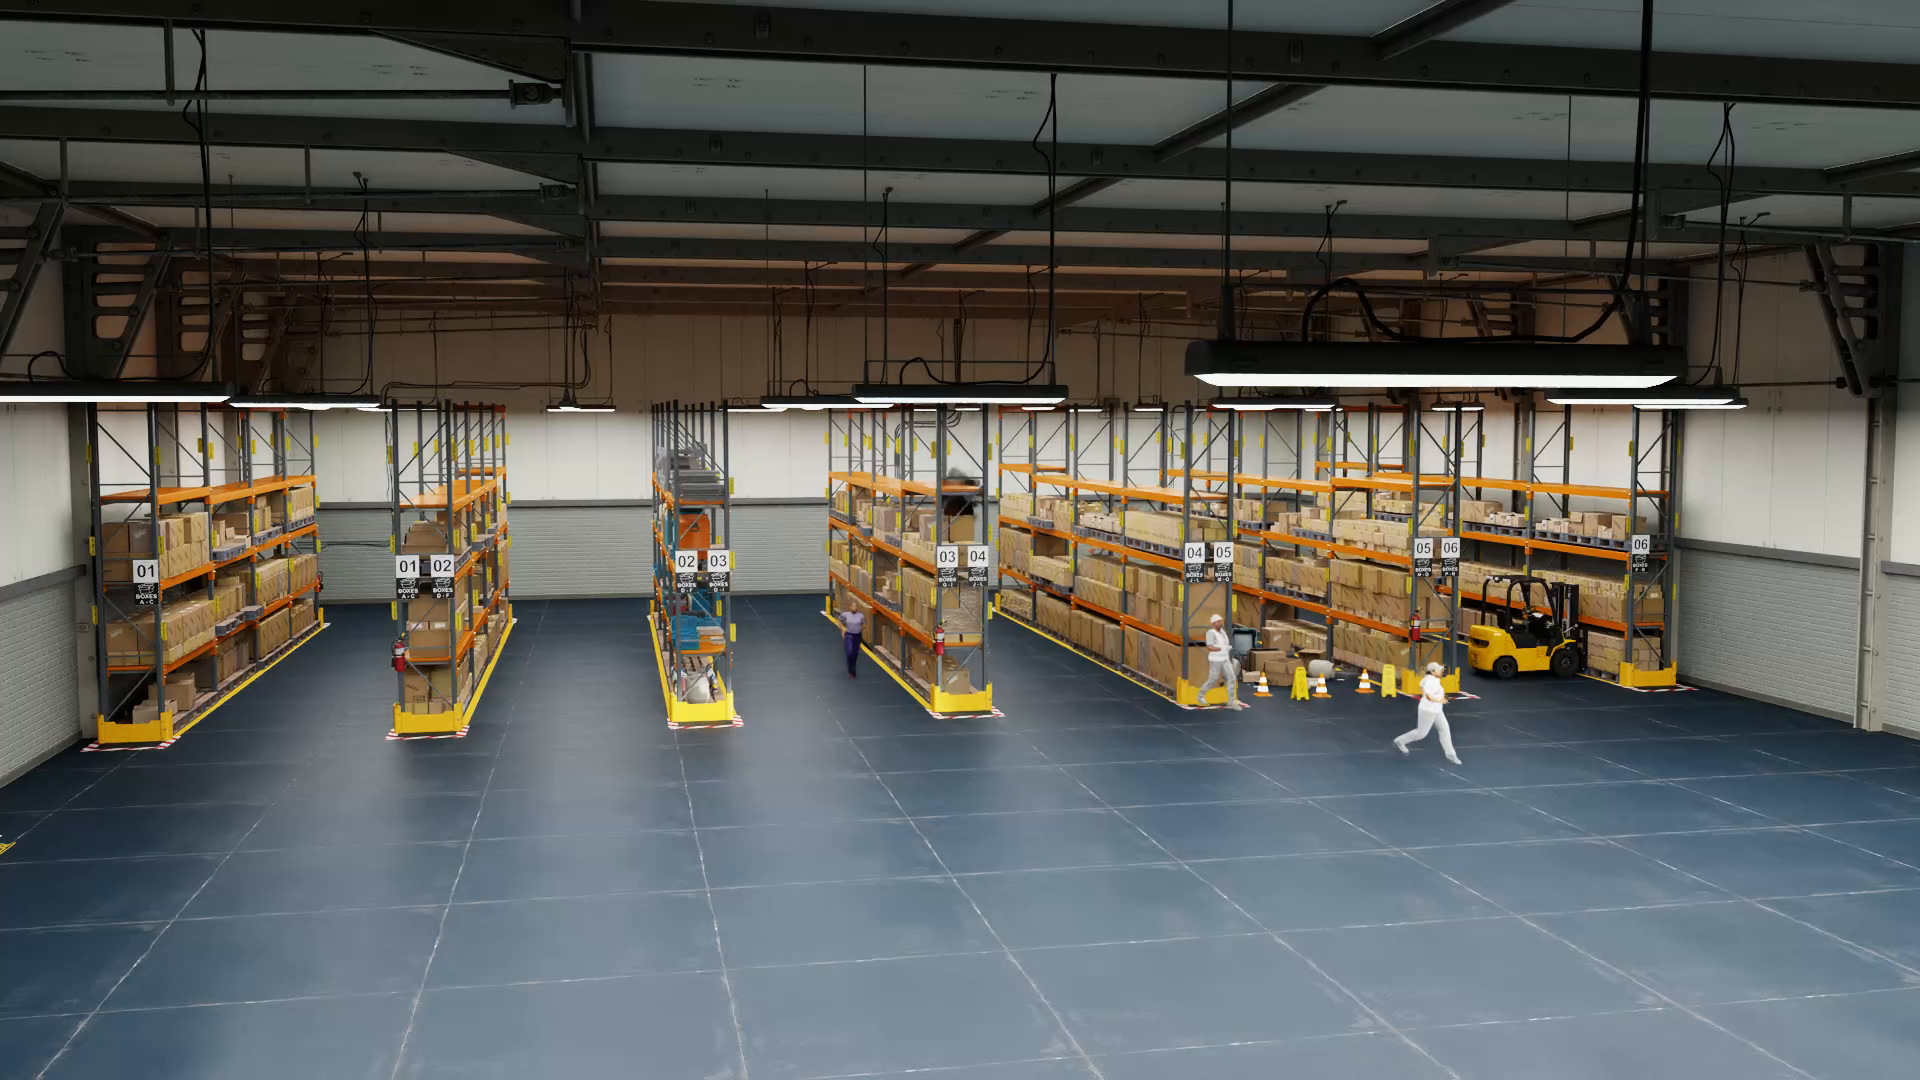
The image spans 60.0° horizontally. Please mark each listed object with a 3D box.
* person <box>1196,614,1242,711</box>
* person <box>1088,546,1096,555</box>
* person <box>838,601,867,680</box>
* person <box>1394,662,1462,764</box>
[{"bbox_3d":[4.897,2.295,31.370,0.909,1.795,0.689,4,6,44],"label":"person"},{"bbox_3d":[4.135,1.056,50.643,0.832,1.753,0.659,0,4,-3],"label":"person"},{"bbox_3d":[-2.331,2.174,36.236,0.593,1.708,0.815,-2,5,-19],"label":"person"},{"bbox_3d":[7.711,2.845,27.381,1.086,1.685,0.574,2,5,29],"label":"person"}]
